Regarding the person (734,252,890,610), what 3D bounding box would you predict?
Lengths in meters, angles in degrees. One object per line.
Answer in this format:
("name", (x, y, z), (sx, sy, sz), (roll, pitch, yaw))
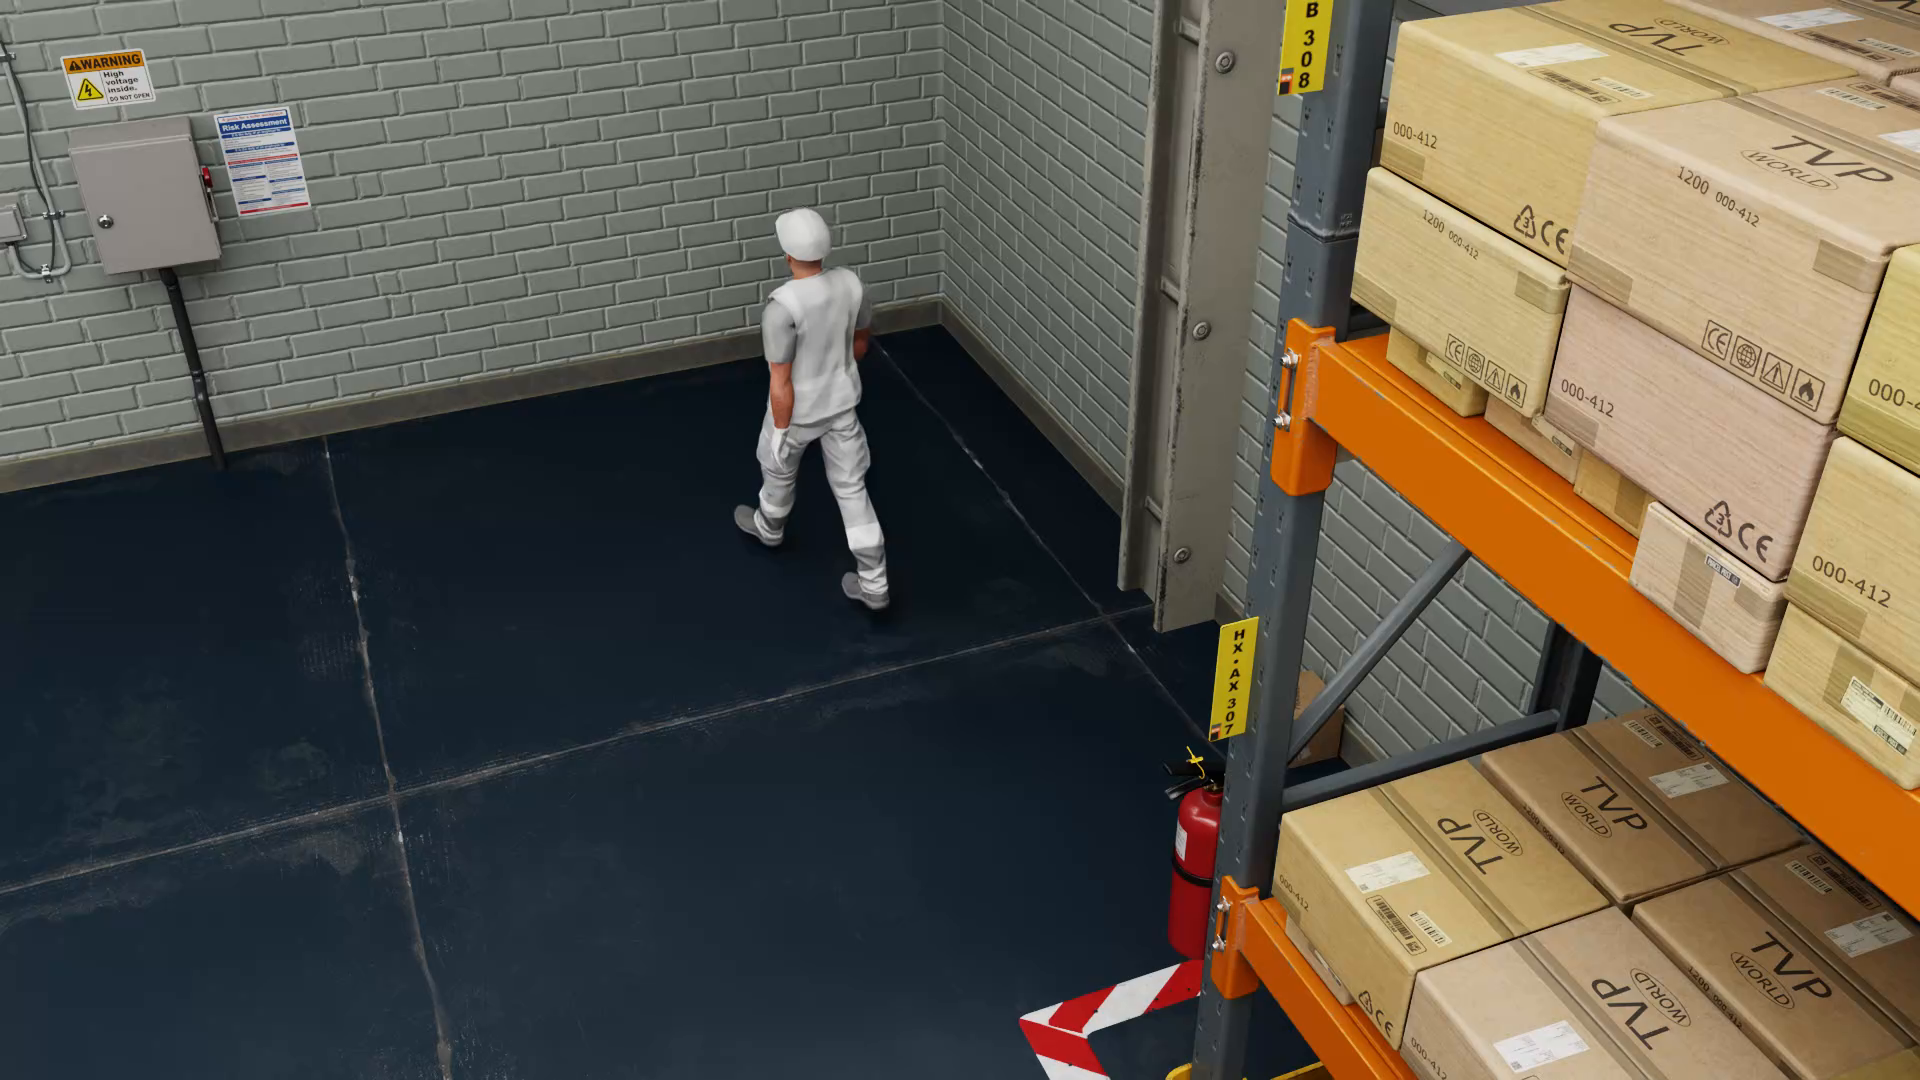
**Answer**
("person", (-0.634, -0.560, 7.088), (0.605, 1.608, 1.053), (-20, 38, -28))
